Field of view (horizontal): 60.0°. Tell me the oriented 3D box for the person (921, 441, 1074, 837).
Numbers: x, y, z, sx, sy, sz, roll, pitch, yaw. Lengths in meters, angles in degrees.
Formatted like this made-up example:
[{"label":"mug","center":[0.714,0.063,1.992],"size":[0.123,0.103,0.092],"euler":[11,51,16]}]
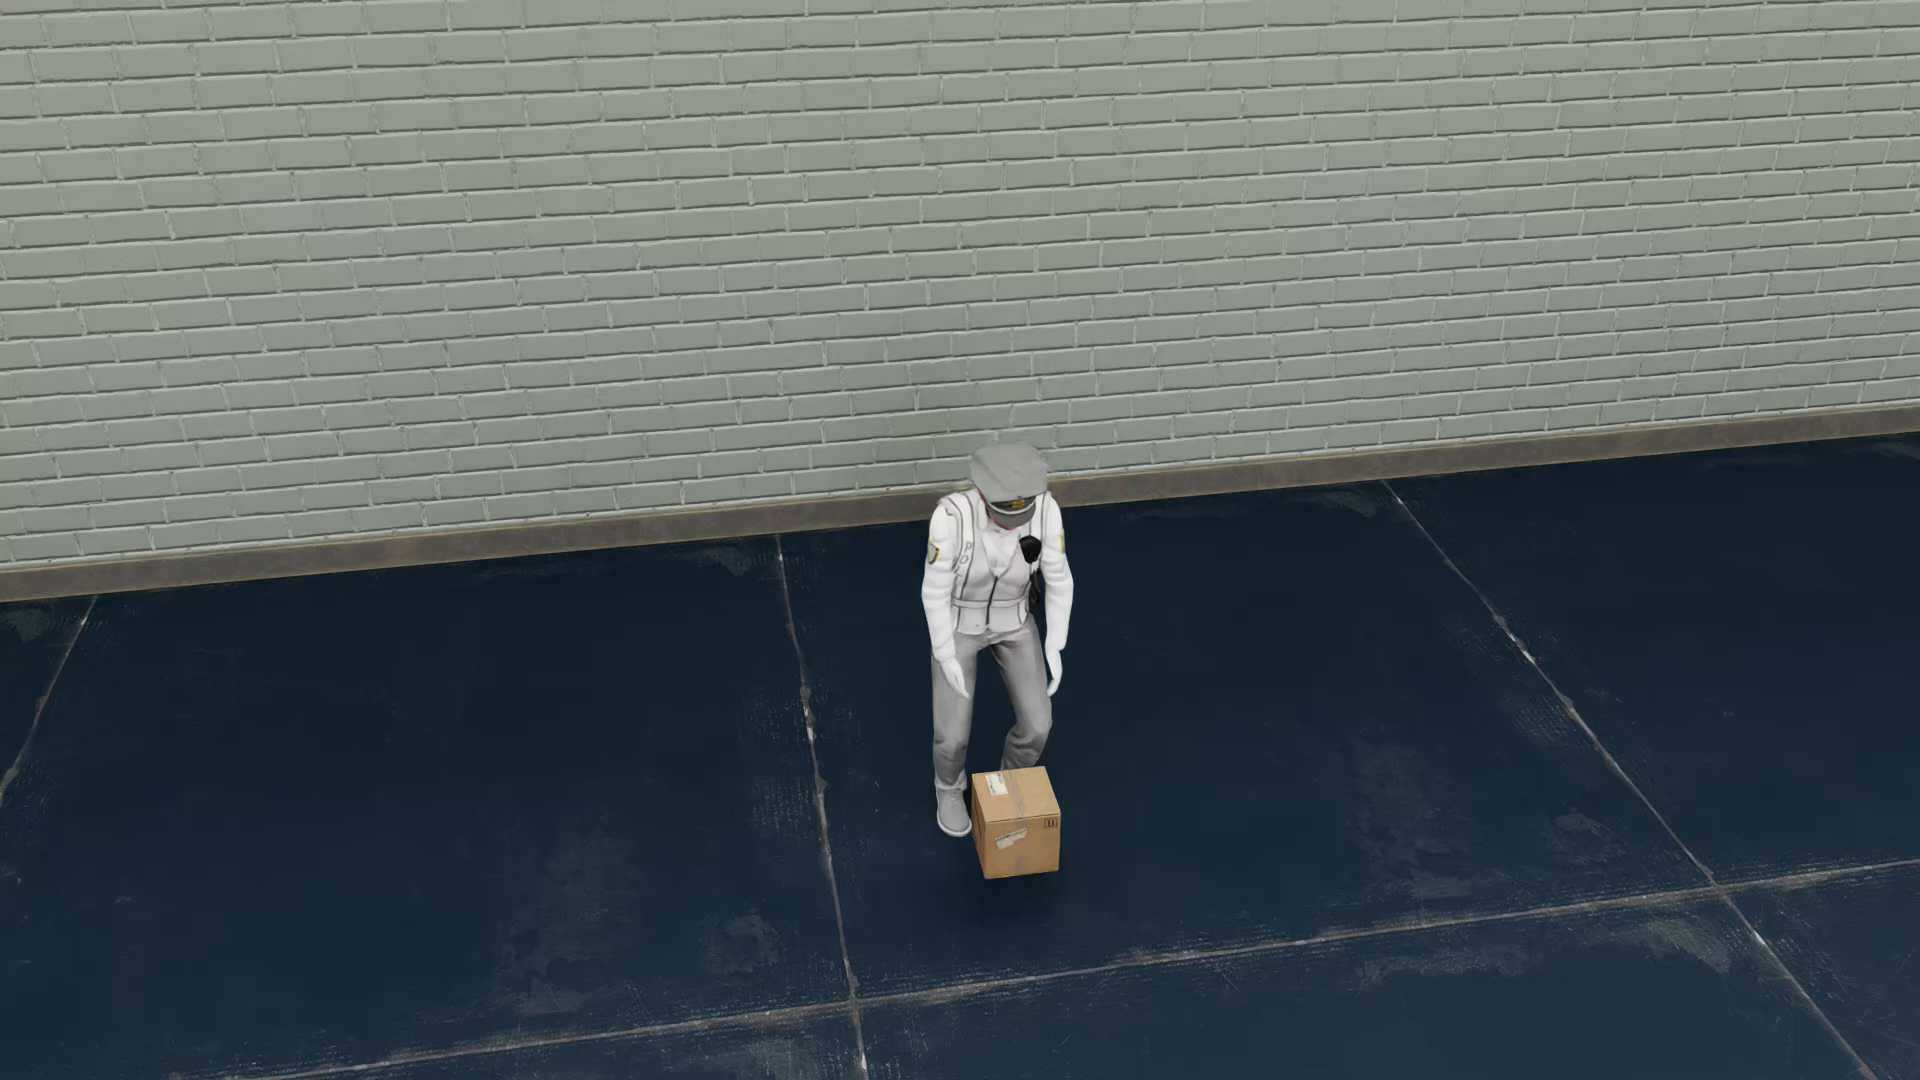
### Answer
[{"label":"person","center":[0.127,0.337,5.683],"size":[0.520,1.559,0.548],"euler":[-5,31,-8]}]
